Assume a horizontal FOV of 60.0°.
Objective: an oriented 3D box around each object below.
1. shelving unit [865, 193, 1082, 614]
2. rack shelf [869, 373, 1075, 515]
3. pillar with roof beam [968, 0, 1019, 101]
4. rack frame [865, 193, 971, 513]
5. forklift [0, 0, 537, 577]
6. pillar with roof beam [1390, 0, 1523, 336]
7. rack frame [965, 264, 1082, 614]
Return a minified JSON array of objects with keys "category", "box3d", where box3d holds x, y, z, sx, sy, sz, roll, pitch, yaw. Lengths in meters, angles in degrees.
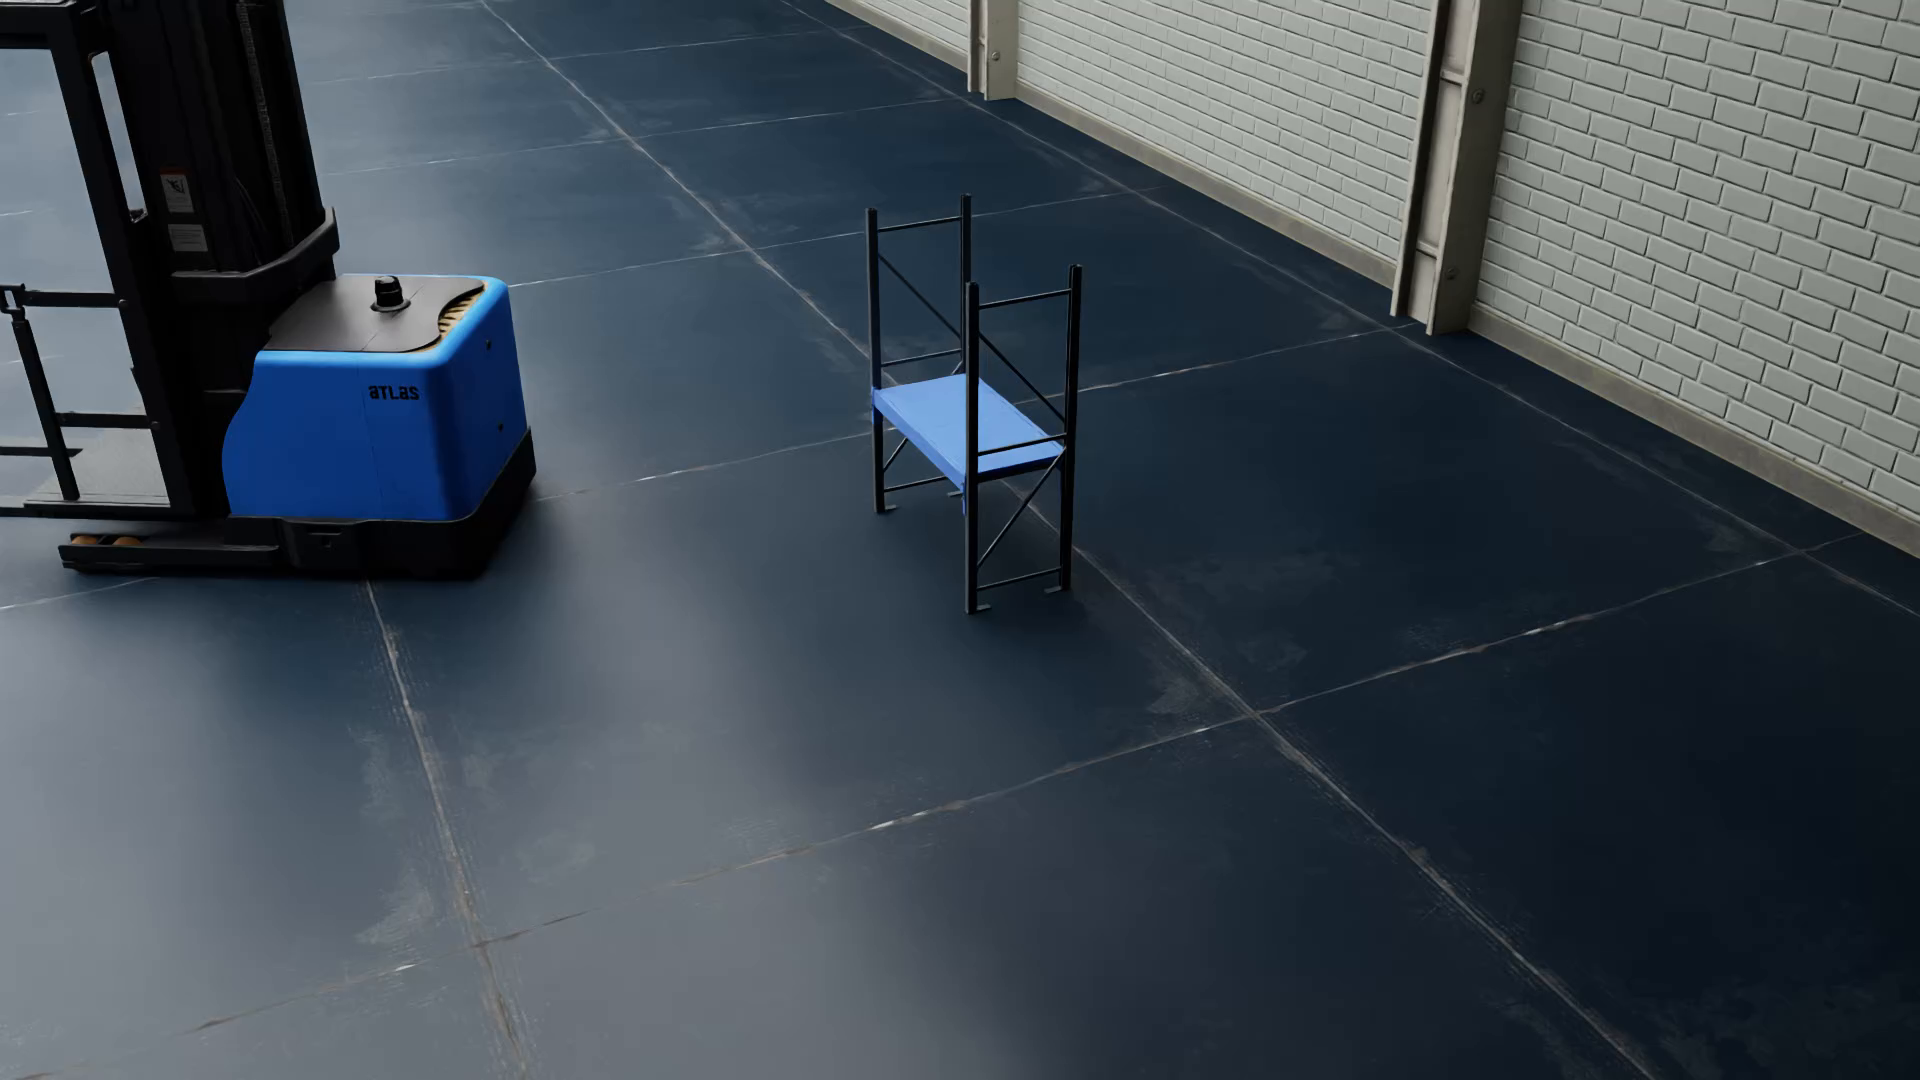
[{"category":"shelving unit","box3d":[0.037,-0.616,7.316,0.538,1.500,1.048,-13,32,-22]},{"category":"rack shelf","box3d":[0.037,-0.460,7.404,0.538,0.185,1.000,-13,32,-22]},{"category":"pillar with roof beam","box3d":[-3.598,-7.010,11.050,9.100,9.000,0.400,-13,32,-22]},{"category":"rack frame","box3d":[-0.182,-0.841,7.716,0.500,1.500,0.032,-13,32,-22]},{"category":"forklift","box3d":[-3.625,-1.380,7.215,3.031,2.935,1.130,2,29,3]},{"category":"pillar with roof beam","box3d":[-1.022,-4.359,6.324,9.100,9.000,0.400,-13,32,-22]},{"category":"rack frame","box3d":[0.255,-0.392,6.916,0.500,1.500,0.032,-13,32,-22]}]
